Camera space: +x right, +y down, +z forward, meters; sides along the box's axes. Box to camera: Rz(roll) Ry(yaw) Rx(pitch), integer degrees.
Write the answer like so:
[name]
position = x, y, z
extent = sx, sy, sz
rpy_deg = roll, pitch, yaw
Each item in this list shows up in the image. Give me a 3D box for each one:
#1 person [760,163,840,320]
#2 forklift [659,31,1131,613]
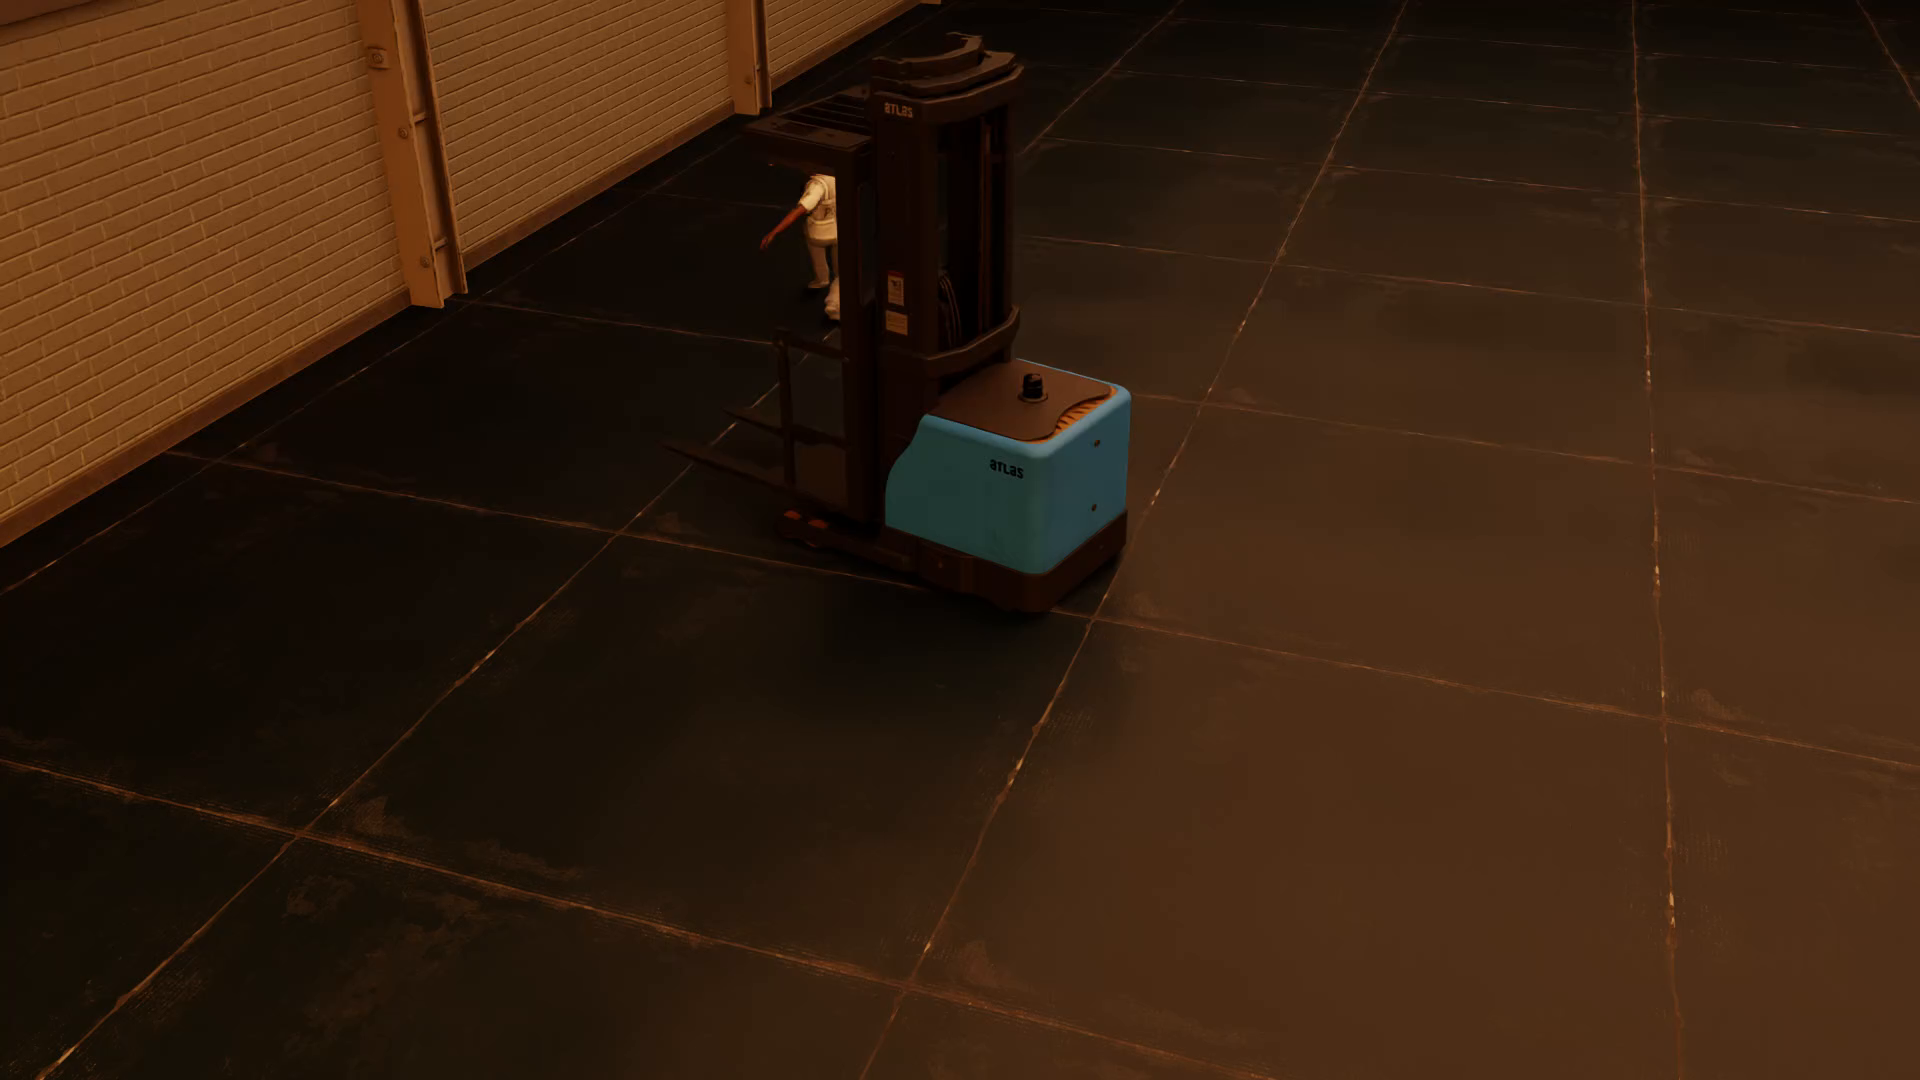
[person]
position = -1.244, -2.439, 12.997
extent = 0.853, 1.386, 0.953
rpy_deg = -12, 32, -19
[forklift]
position = -0.516, -1.424, 9.635
extent = 3.031, 2.935, 1.130
rpy_deg = 19, 35, 30
